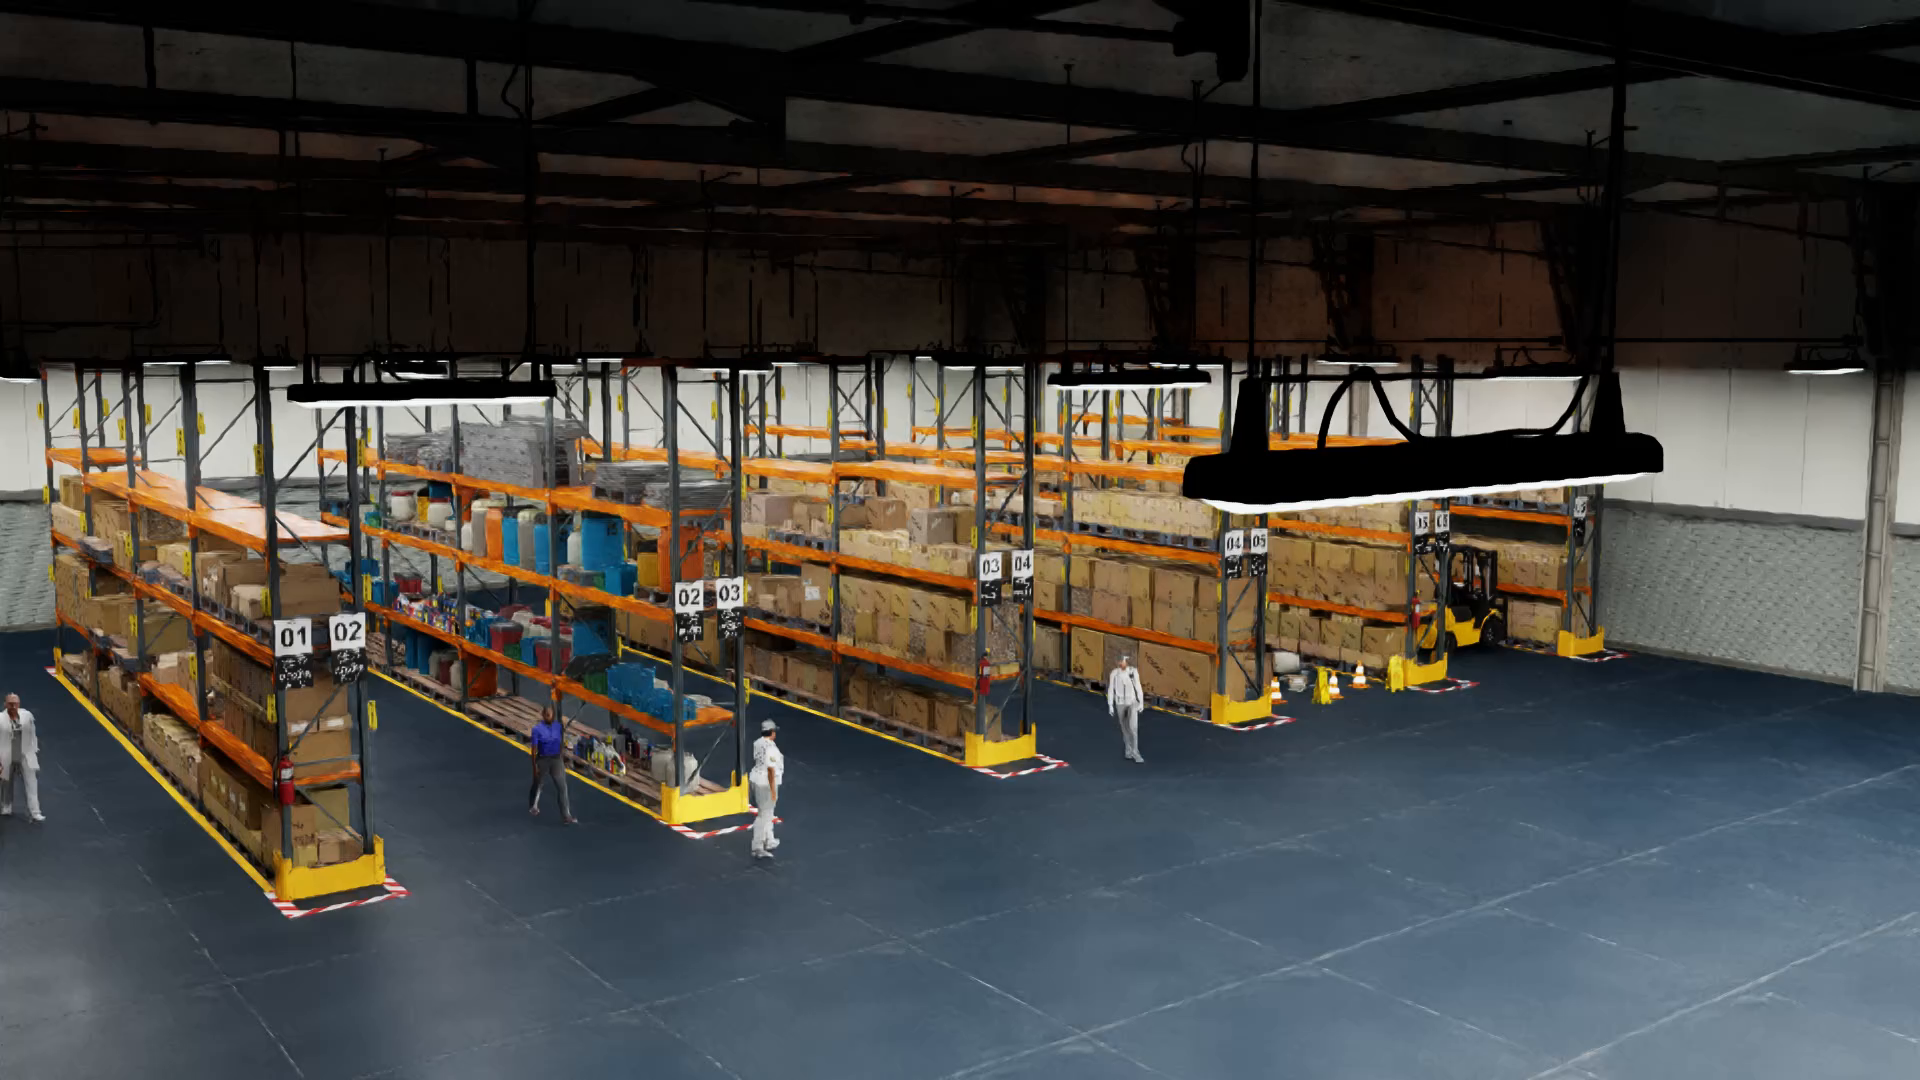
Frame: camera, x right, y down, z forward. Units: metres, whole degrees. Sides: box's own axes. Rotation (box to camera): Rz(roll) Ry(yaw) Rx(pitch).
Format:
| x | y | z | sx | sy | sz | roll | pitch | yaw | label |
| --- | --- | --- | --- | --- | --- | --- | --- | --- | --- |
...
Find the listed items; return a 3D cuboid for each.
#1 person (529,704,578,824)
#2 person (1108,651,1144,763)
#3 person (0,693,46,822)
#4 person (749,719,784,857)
| x | y | z | sx | sy | sz | roll | pitch | yaw | label |
| --- | --- | --- | --- | --- | --- | --- | --- | --- | --- |
| -5.423 | 2.914 | 21.872 | 0.447 | 1.574 | 1.088 | -5 | 8 | -33 | person |
| 2.530 | 2.489 | 25.162 | 0.579 | 1.693 | 0.465 | 2 | 7 | 17 | person |
| -12.447 | 2.847 | 21.891 | 0.589 | 1.698 | 1.196 | -5 | 9 | -38 | person |
| -2.392 | 3.045 | 20.576 | 0.511 | 1.661 | 0.614 | -3 | 8 | -26 | person |
